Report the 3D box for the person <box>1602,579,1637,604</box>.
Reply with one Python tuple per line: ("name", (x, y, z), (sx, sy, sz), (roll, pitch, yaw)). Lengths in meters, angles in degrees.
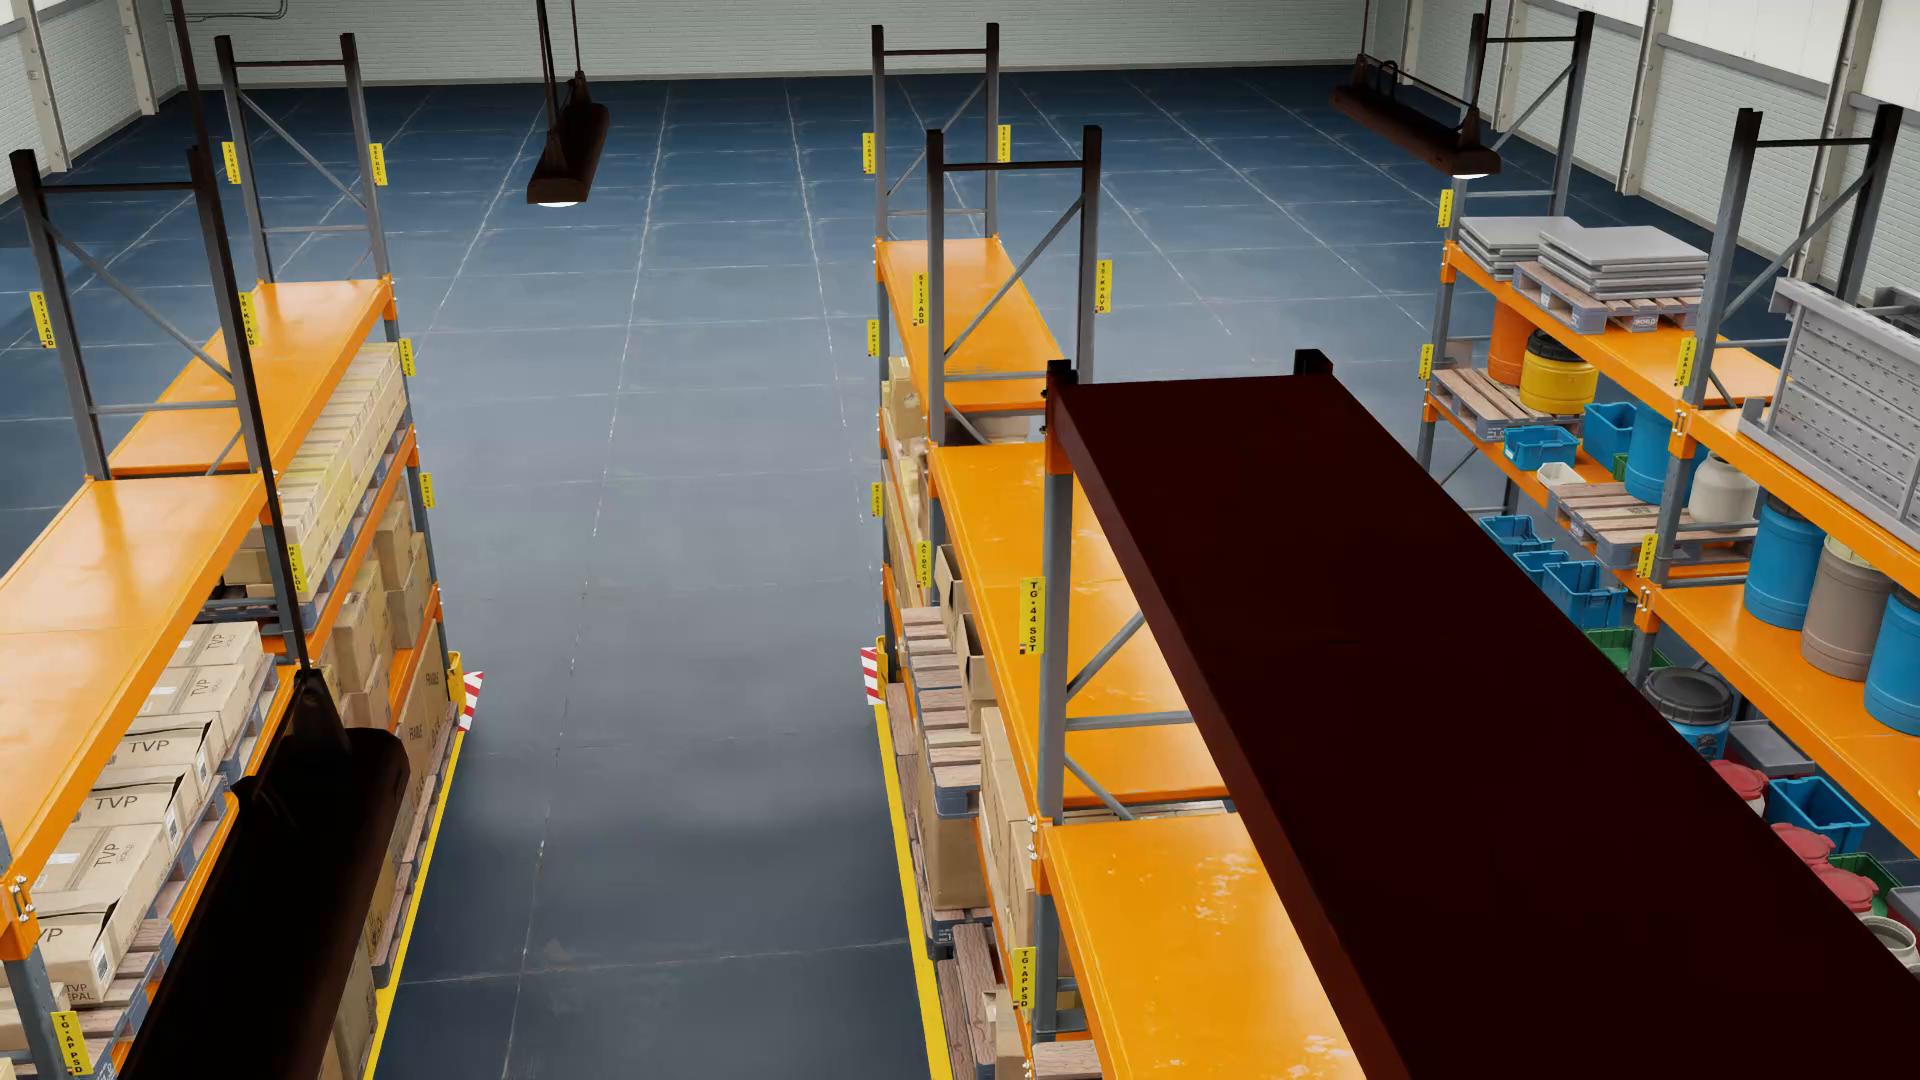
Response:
("person", (6.885, -0.156, 16.872), (0.476, 1.834, 0.637), (15, 29, 28))
